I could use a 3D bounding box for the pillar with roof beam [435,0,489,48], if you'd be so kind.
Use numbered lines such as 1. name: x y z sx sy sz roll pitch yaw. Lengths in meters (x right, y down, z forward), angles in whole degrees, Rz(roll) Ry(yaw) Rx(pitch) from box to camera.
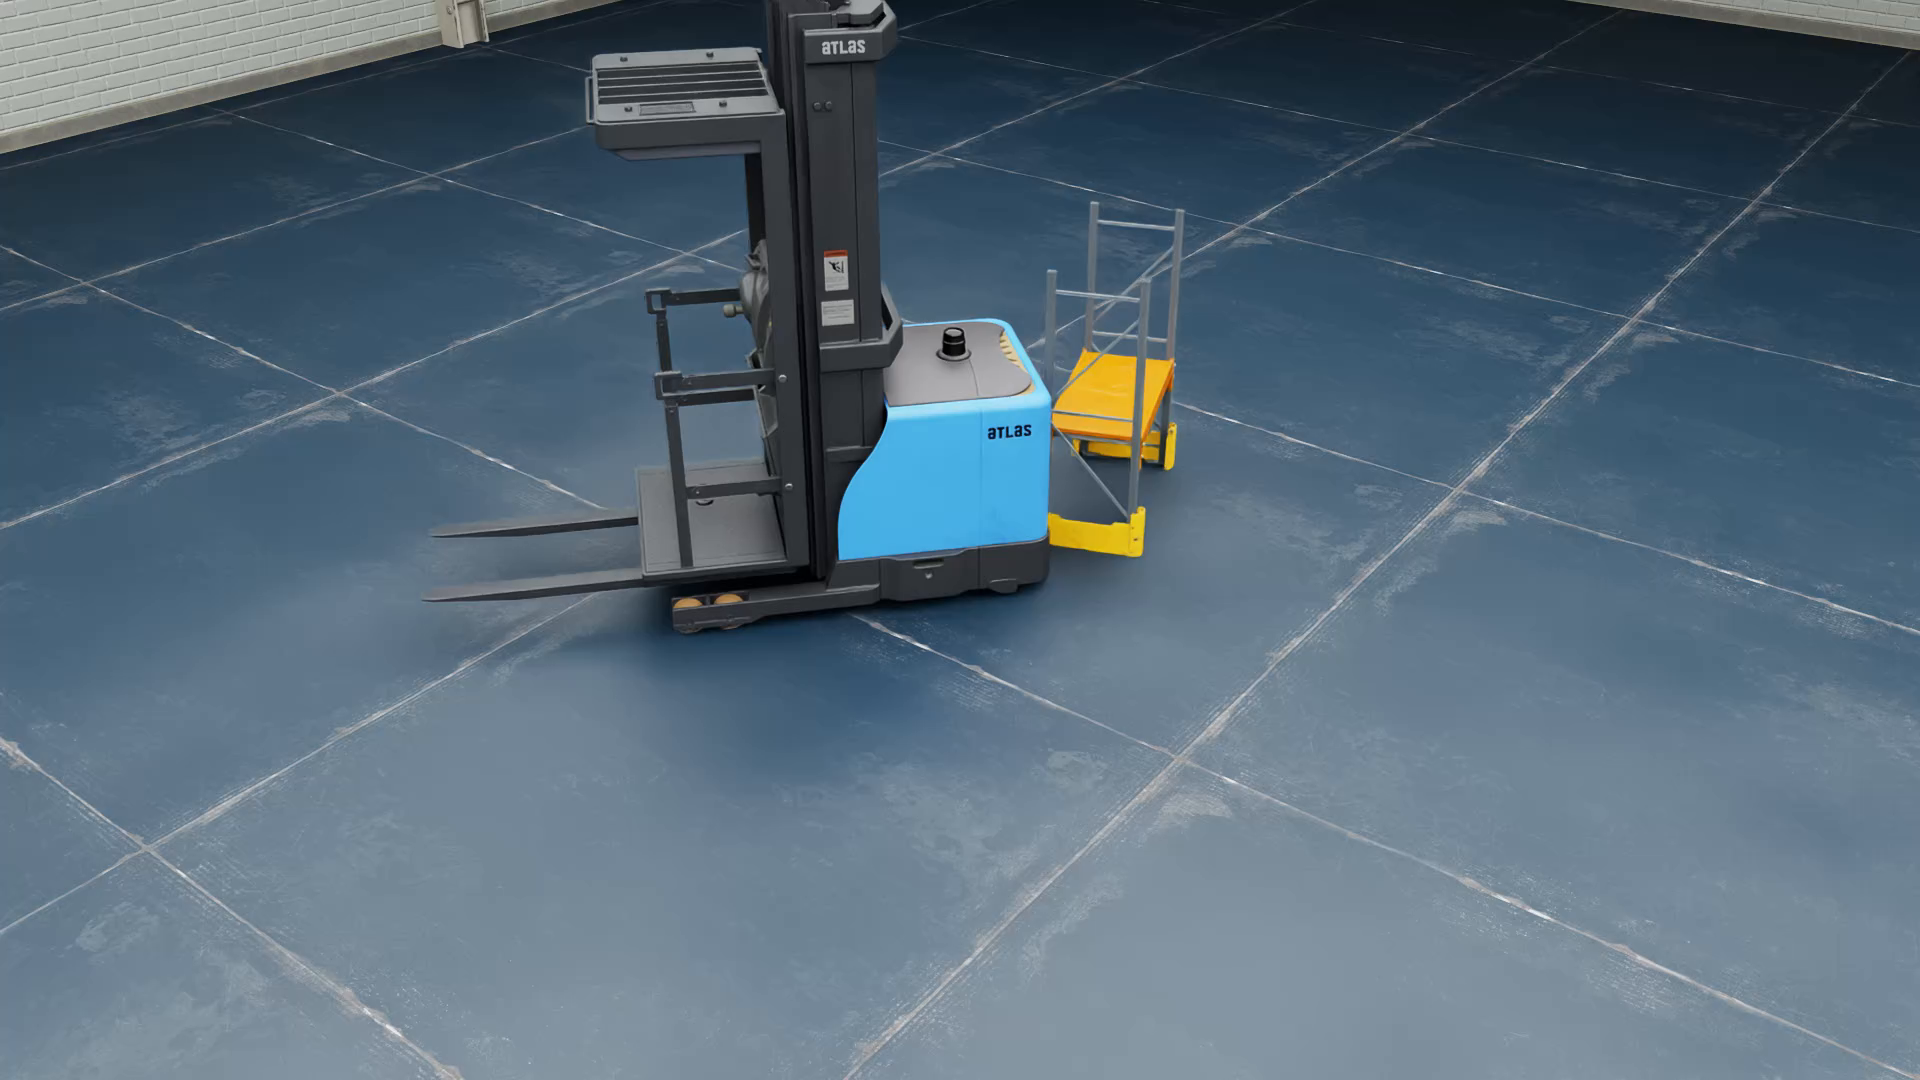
1. pillar with roof beam: -1.823 -7.836 13.146 9.100 9.000 0.400 21 37 31

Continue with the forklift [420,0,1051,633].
1. forklift: -1.125 -1.106 7.741 3.031 2.935 1.130 -6 31 -10

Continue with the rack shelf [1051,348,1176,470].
1. rack shelf: 0.798 -0.711 8.832 0.538 0.185 1.000 8 32 13

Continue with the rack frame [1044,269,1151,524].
1. rack frame: 0.662 -0.616 8.319 0.500 1.500 0.032 8 32 13

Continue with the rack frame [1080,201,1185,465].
1. rack frame: 0.935 -1.116 9.161 0.500 1.500 0.032 8 32 13

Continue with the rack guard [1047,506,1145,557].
1. rack guard: 0.662 -0.079 8.639 0.587 0.250 0.087 8 32 13

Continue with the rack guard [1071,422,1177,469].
1. rack guard: 0.930 -0.568 9.464 0.587 0.250 0.087 8 32 13

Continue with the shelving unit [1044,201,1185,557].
1. shelving unit: 0.796 -0.862 8.733 0.587 1.500 1.083 8 32 13
